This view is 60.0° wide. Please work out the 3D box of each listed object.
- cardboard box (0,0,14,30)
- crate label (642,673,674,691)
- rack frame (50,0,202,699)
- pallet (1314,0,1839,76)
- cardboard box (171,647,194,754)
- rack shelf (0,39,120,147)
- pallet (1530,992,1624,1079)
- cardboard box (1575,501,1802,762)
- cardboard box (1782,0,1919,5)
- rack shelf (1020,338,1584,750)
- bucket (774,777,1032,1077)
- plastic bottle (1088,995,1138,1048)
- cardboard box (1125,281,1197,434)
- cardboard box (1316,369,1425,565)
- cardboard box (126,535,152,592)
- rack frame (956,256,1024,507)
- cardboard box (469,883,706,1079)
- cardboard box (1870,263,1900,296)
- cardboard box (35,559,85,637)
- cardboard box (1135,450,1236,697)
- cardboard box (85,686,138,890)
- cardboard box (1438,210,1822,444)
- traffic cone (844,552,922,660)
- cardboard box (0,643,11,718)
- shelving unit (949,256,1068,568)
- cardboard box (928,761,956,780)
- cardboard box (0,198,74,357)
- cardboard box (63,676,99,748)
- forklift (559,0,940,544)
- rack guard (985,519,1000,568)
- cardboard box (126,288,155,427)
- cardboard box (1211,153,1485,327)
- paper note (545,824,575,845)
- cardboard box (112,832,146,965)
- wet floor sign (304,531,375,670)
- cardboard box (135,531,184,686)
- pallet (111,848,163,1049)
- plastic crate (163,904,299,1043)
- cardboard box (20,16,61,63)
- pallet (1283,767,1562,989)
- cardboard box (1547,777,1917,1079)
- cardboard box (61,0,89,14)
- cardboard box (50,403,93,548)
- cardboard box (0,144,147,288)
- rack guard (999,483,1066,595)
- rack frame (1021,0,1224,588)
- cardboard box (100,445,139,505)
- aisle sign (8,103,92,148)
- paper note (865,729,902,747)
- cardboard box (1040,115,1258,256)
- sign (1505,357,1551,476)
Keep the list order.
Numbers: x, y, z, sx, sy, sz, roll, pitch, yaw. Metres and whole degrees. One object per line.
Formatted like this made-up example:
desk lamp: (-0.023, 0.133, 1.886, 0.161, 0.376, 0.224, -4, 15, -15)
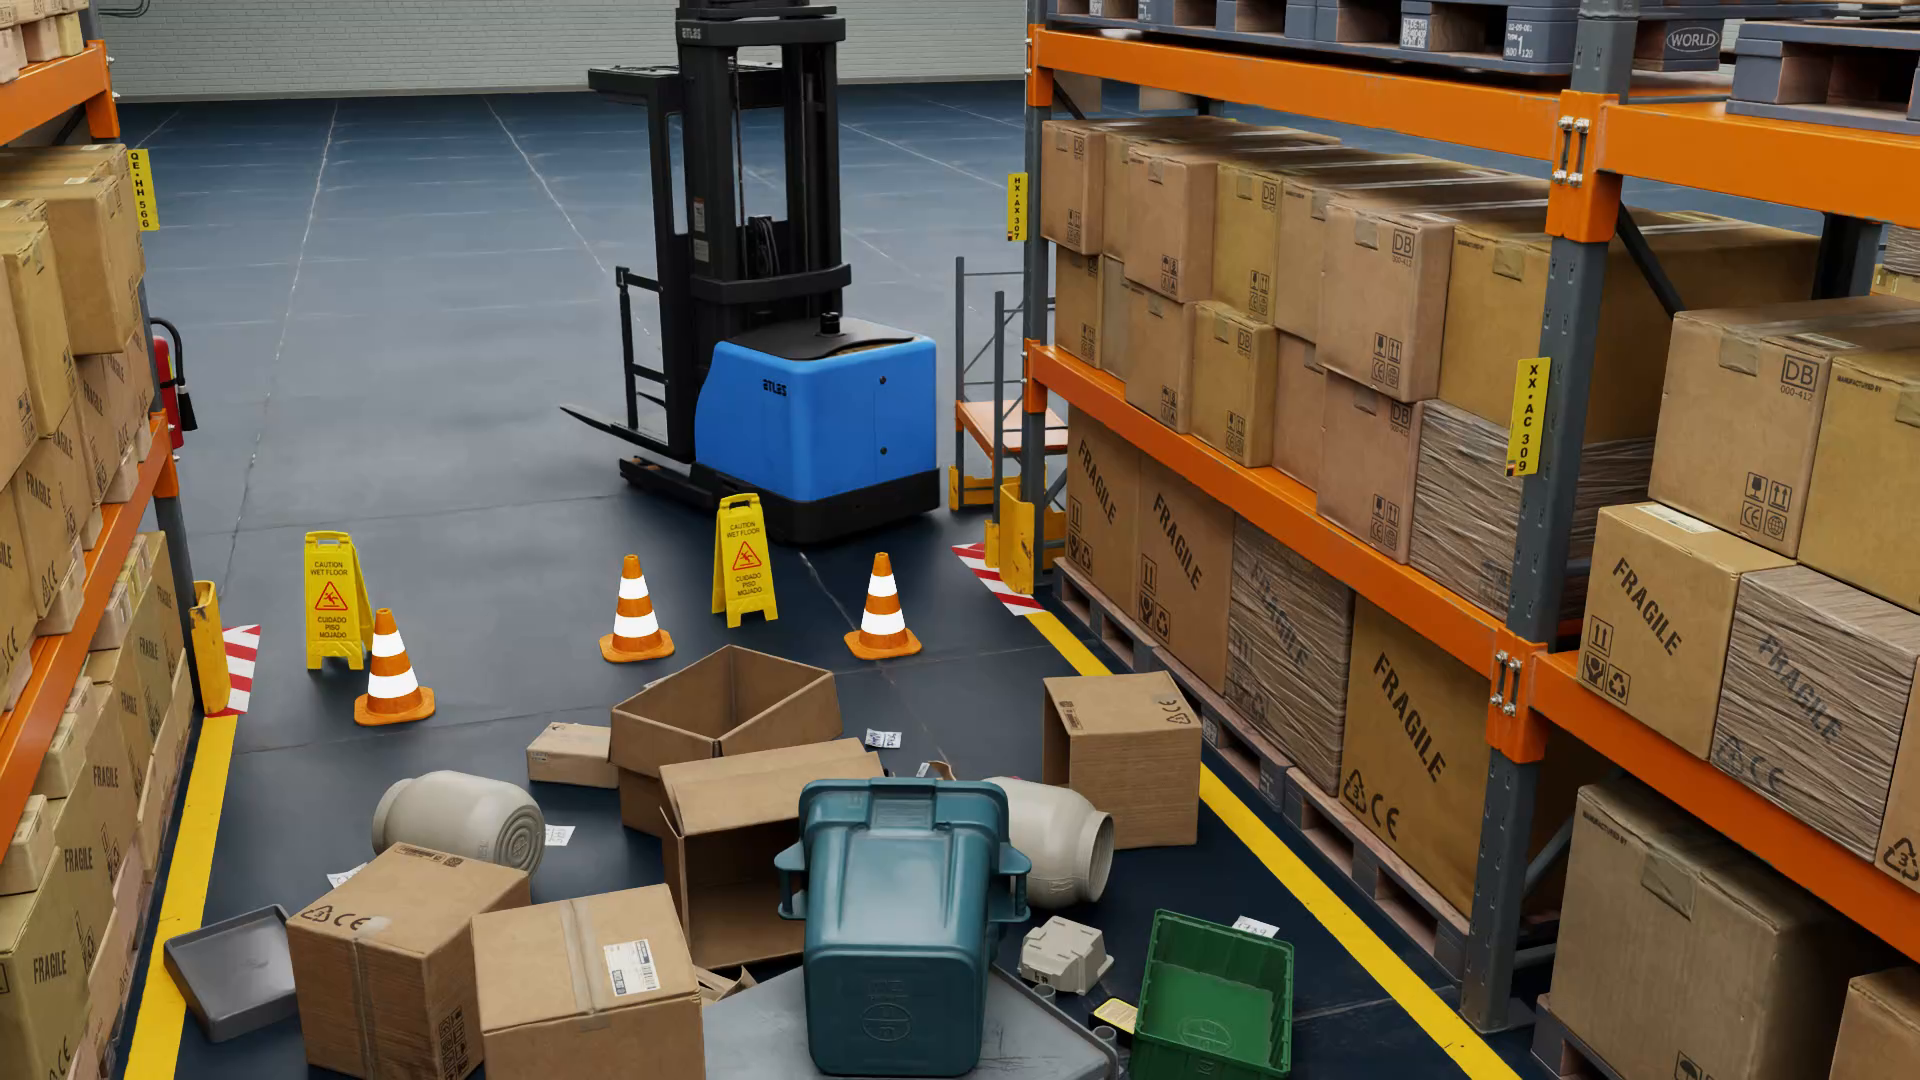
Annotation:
cardboard box: (-2.957, -1.529, 4.579, 0.500, 0.250, 0.500, -6, 21, -17)
crate label: (-1.247, 0.694, 7.281, 0.298, 0.136, 0.250, 17, 26, 39)
rack frame: (-3.859, -0.672, 6.851, 1.000, 3.000, 0.127, -6, 21, -17)
pallet: (1.818, -1.581, 5.074, 1.003, 0.211, 1.213, -6, 21, -17)
cardboard box: (-3.342, 0.663, 6.581, 0.500, 0.250, 0.500, -6, 21, -17)
rack shelf: (-3.231, -1.104, 4.679, 1.077, 0.370, 4.000, -6, 21, -17)
pallet: (2.379, 1.605, 4.636, 1.003, 0.211, 1.213, -6, 21, -17)
cardboard box: (1.975, 0.203, 4.266, 0.500, 0.500, 0.500, -6, 21, -17)
cardboard box: (2.018, -1.320, 3.647, 0.258, 0.266, 0.396, -7, 21, -18)
rack shelf: (1.437, -0.250, 6.740, 1.077, 0.370, 4.000, -6, 21, -17)
bucket: (-0.166, 1.079, 4.568, 0.726, 0.611, 0.620, 1, 30, 2)
plastic bottle: (0.546, 1.507, 5.129, 0.283, 0.061, 0.133, 17, 26, 39)
cardboard box: (1.218, -0.820, 7.040, 0.875, 0.550, 0.550, -6, 21, -17)
cardboard box: (1.744, -0.309, 5.617, 0.875, 0.550, 0.550, -6, 21, -17)
cardboard box: (-3.181, 0.106, 6.062, 0.380, 0.149, 0.250, -6, 21, -16)
rack frame: (0.223, -0.923, 9.769, 0.500, 1.500, 0.032, -4, 20, -11)
cardboard box: (-0.922, 1.233, 4.125, 0.500, 0.500, 0.500, -6, 21, -17)
cardboard box: (5.412, -1.490, 9.500, 0.380, 0.149, 0.250, -6, 21, -17)
cardboard box: (-2.790, 0.183, 4.842, 0.380, 0.149, 0.250, -6, 21, -17)
cardboard box: (1.362, 0.064, 7.322, 0.875, 0.875, 0.875, -7, 21, -18)
cardboard box: (-2.872, 0.800, 5.090, 0.500, 0.500, 0.500, -5, 20, -14)
cardboard box: (1.982, -0.648, 4.964, 0.875, 0.550, 0.550, -6, 21, -17)
traffic cone: (-0.373, 0.284, 7.940, 0.336, 0.463, 0.334, -6, 21, -17)
cardboard box: (-2.476, 0.253, 3.686, 0.500, 0.500, 0.500, -6, 21, -17)
shelving unit: (0.327, -0.752, 9.291, 0.587, 1.500, 1.083, -4, 20, -11)
cardboard box: (-0.223, 0.984, 6.285, 0.396, 0.266, 0.258, -3, 20, -8)
cardboard box: (-3.057, -0.699, 4.857, 0.700, 0.500, 0.500, -7, 21, -18)
cardboard box: (-2.764, 0.534, 4.870, 0.380, 0.149, 0.250, -5, 20, -14)
forklift: (-1.472, -1.777, 10.028, 1.130, 2.935, 3.031, -17, 26, -39)
rack guard: (0.427, 0.001, 9.044, 0.587, 0.250, 0.087, -4, 20, -11)
cardboard box: (-3.427, -0.715, 6.381, 0.500, 0.500, 0.500, -7, 21, -18)
cardboard box: (1.485, -1.169, 6.415, 0.875, 0.550, 0.500, -6, 21, -17)
paper note: (-1.548, 1.111, 6.296, 0.148, 0.019, 0.142, 1, 20, 2)
cardboard box: (-2.879, 1.150, 5.225, 0.500, 0.250, 0.500, -7, 21, -18)
wet floor sign: (-2.903, 0.261, 7.735, 0.267, 0.644, 0.232, 1, 20, 2)
cardboard box: (-3.360, 0.300, 6.480, 0.500, 0.500, 0.500, -6, 21, -17)
pallet: (-3.234, 1.320, 5.430, 1.003, 0.211, 1.213, -6, 21, -17)
plastic crate: (-2.317, 1.394, 5.416, 0.402, 0.080, 0.583, -15, 25, -36)
cardboard box: (-3.321, -1.716, 5.690, 0.380, 0.149, 0.250, -6, 21, -16)
pallet: (1.901, 1.113, 6.006, 1.003, 0.211, 1.213, -6, 21, -17)
cardboard box: (2.346, 1.104, 4.613, 1.050, 0.750, 0.750, -6, 21, -17)
cardboard box: (-3.443, -2.018, 5.942, 0.500, 0.250, 0.500, -7, 21, -18)
cardboard box: (-2.979, -0.228, 5.025, 0.500, 0.500, 0.500, -6, 21, -17)
cardboard box: (-3.492, -1.189, 6.223, 0.700, 0.500, 0.500, -7, 21, -19)
rack guard: (0.800, -0.062, 8.850, 1.175, 0.500, 0.348, -6, 21, -17)
rack frame: (0.808, -1.231, 8.406, 1.000, 3.000, 0.127, -6, 21, -17)
cardboard box: (-3.184, -0.223, 5.973, 0.380, 0.149, 0.250, -6, 21, -16)
aisle sign: (-3.604, -1.947, 6.553, 0.394, 0.787, 0.004, -6, 21, -17)
paper note: (-0.324, 0.838, 7.042, 0.144, 0.017, 0.142, 1, 20, 2)
cardboard box: (0.888, -1.686, 7.855, 0.875, 0.550, 0.550, -6, 21, -17)
sign: (1.539, -0.332, 4.507, 0.100, 0.325, 0.005, -6, 21, -17)
